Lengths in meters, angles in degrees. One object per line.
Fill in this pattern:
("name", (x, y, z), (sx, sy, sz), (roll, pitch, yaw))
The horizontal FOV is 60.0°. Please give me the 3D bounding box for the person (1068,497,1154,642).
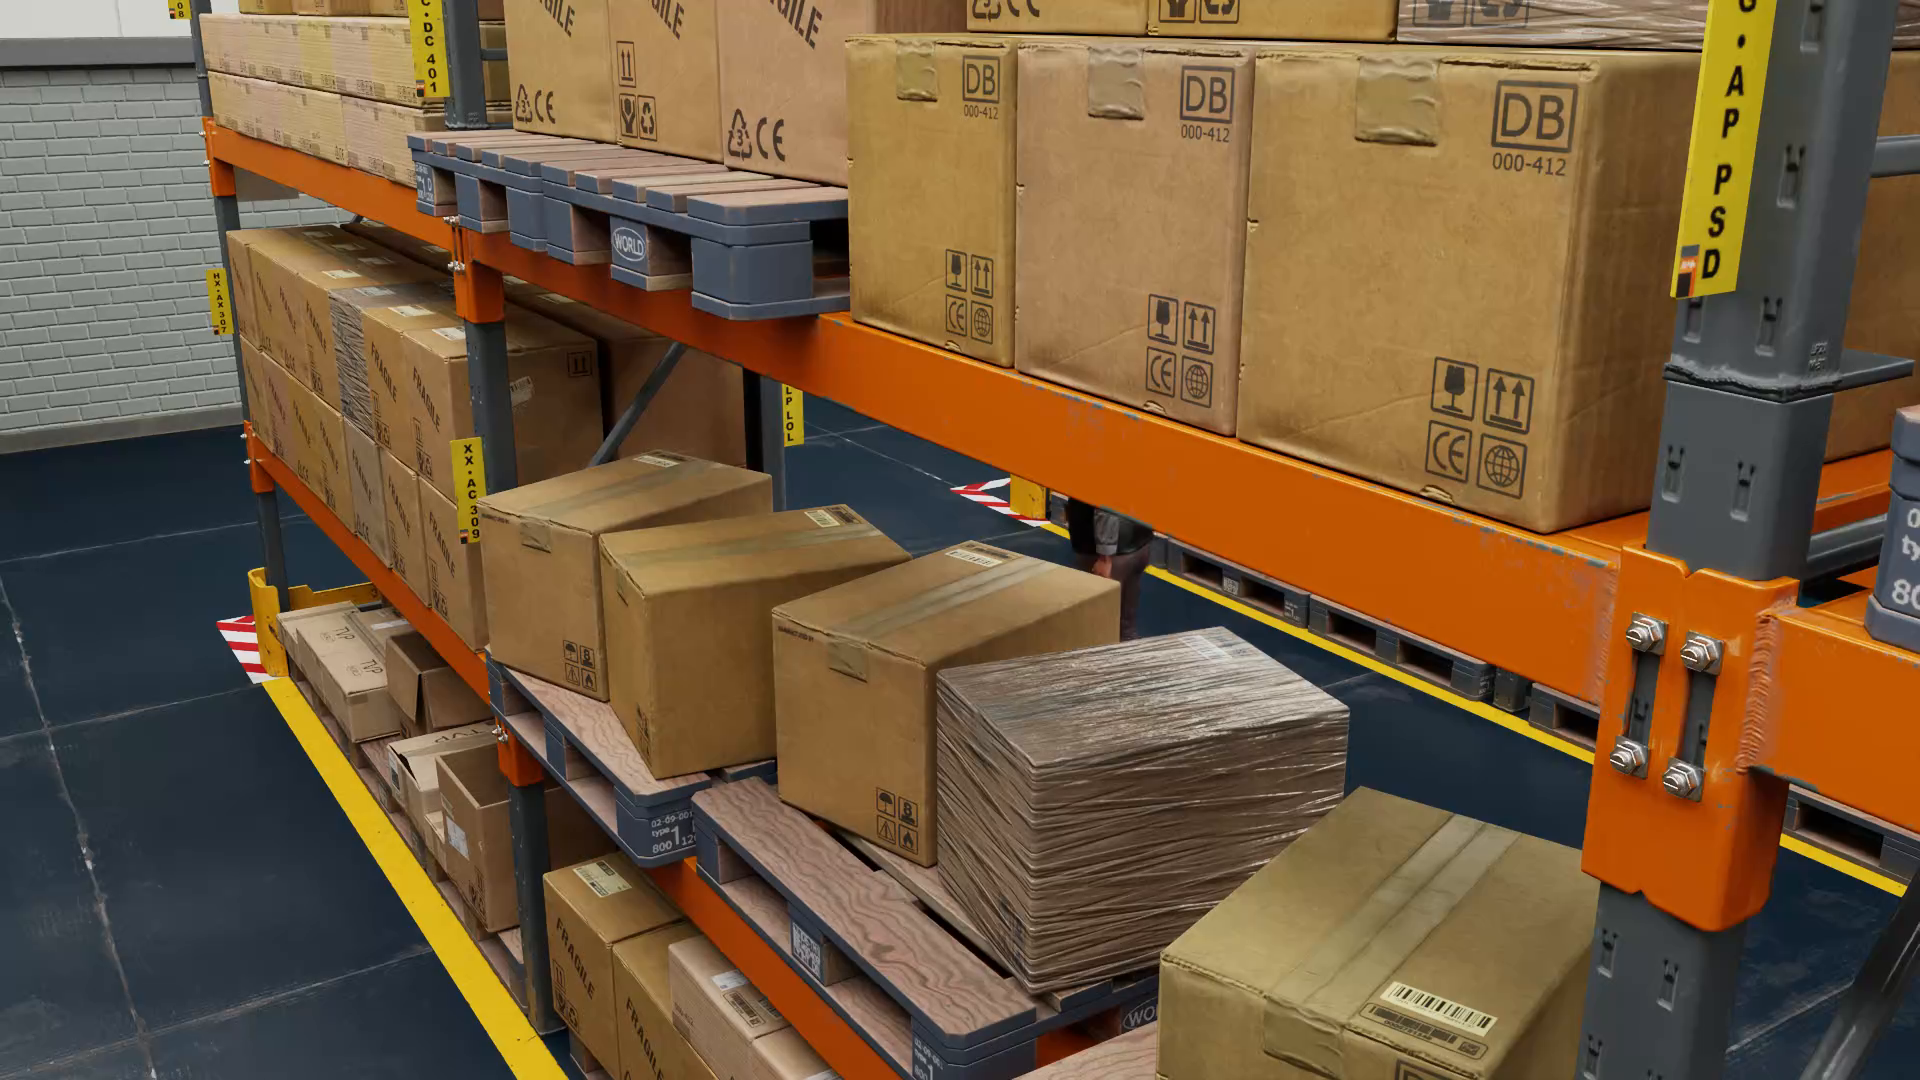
("person", (0.749, 0.066, 7.860), (0.477, 1.713, 0.578), (9, 20, 26))
